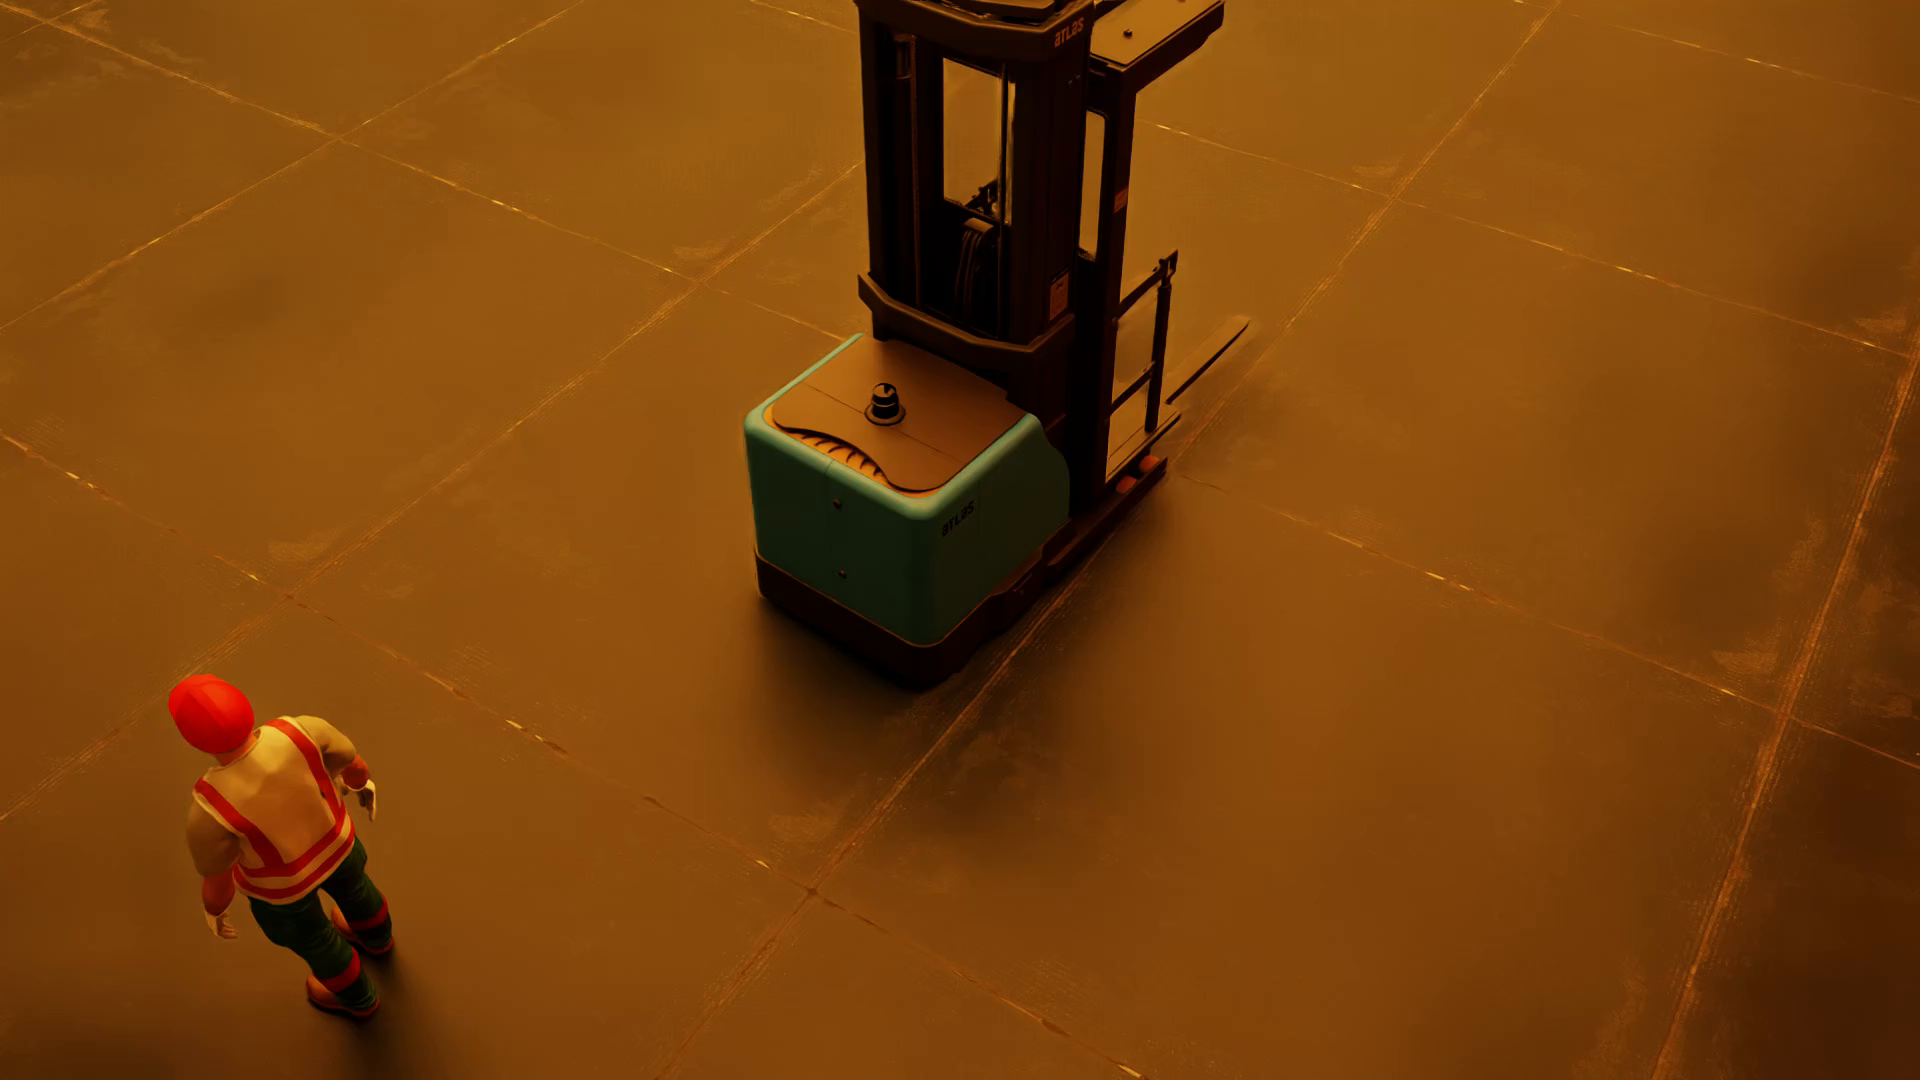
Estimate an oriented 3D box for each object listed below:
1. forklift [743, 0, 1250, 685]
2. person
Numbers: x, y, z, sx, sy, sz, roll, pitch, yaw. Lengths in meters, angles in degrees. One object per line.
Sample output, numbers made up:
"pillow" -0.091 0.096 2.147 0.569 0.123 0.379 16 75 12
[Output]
"forklift" 0.367 -1.400 7.325 1.130 2.935 3.031 28 50 26
"person" -2.290 1.020 5.601 0.550 1.794 0.687 24 48 23
